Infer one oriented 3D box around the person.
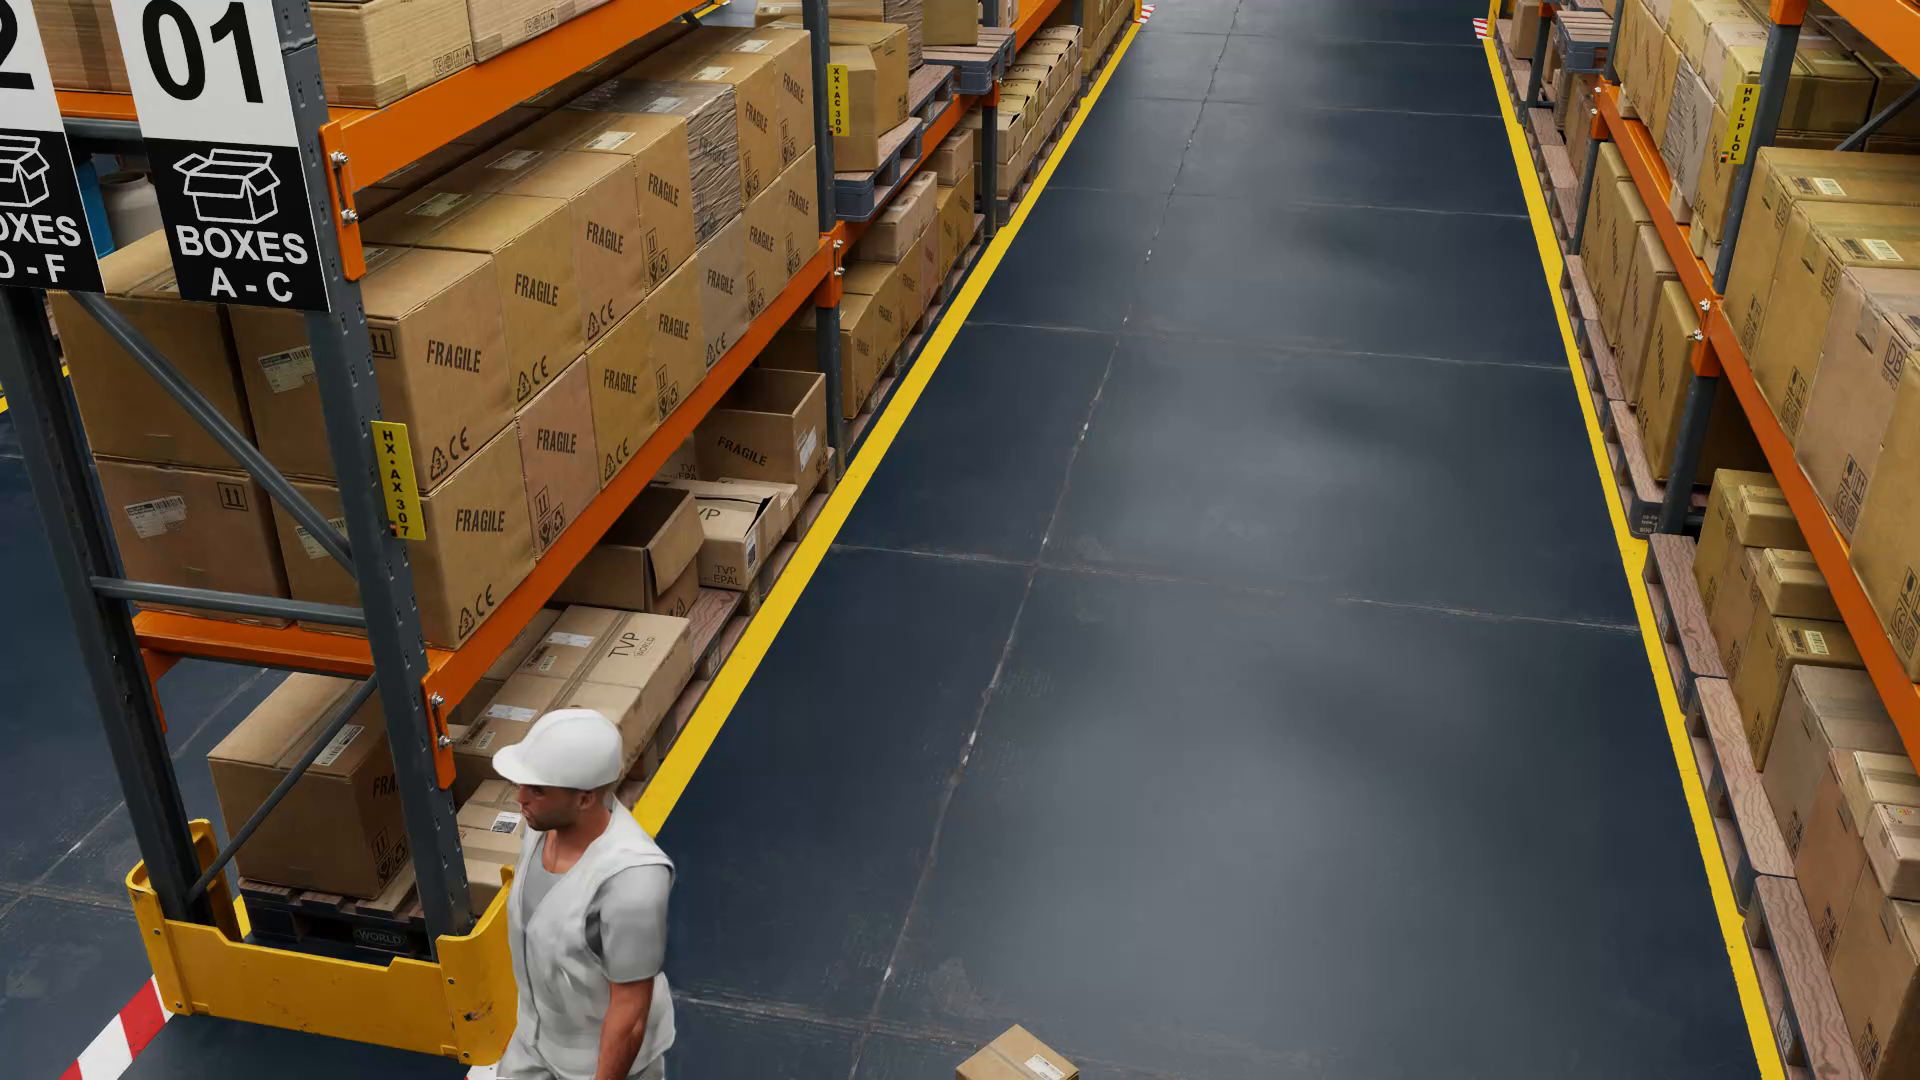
[{"bbox_3d":[-0.863,1.160,3.959,0.929,1.742,0.531,-25,37,-38],"label":"person"}]
